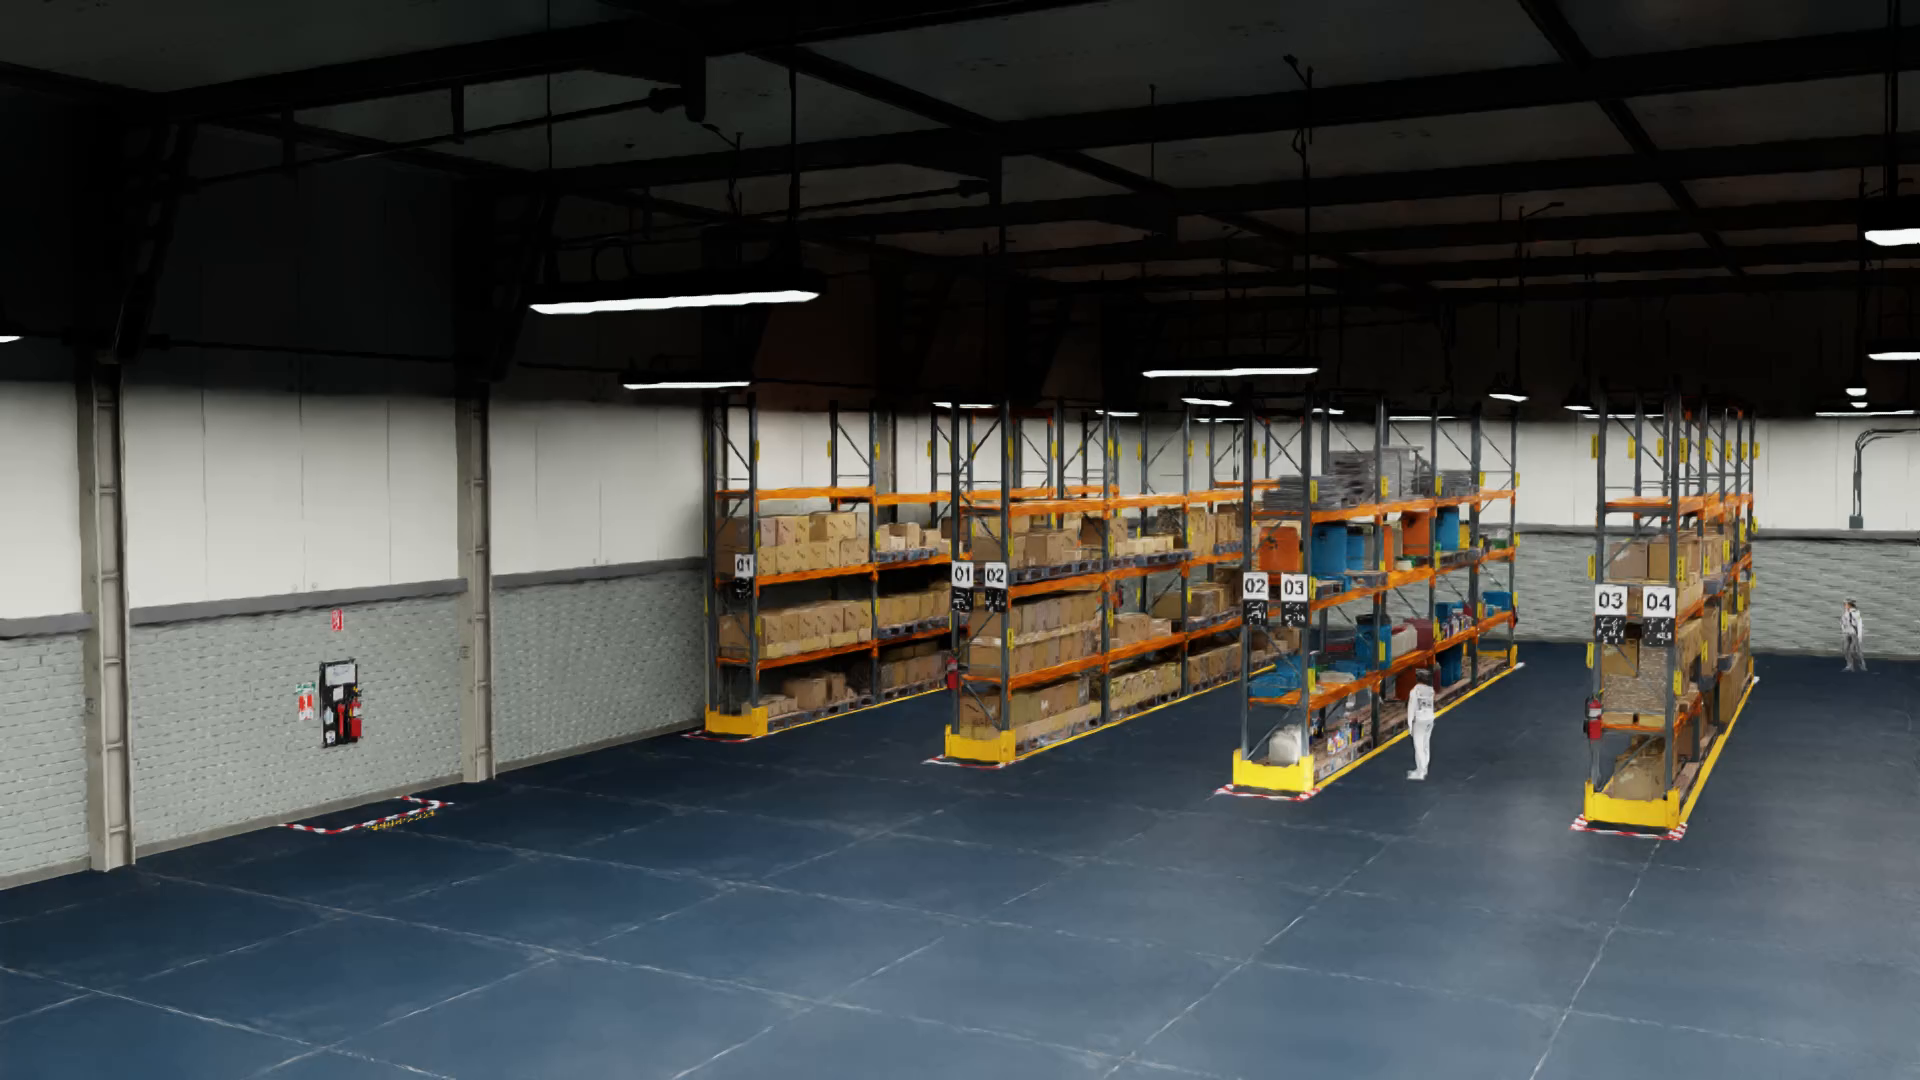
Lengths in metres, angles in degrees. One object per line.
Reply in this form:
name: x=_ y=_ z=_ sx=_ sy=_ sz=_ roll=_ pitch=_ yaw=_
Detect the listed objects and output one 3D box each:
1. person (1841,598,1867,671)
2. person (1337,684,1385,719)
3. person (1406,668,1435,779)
person: x=20.283 y=2.139 z=37.733 sx=0.546 sy=1.661 sz=0.514 roll=-1 pitch=3 yaw=-25
person: x=7.456 y=2.476 z=30.772 sx=0.997 sy=1.753 sz=0.594 roll=-3 pitch=4 yaw=-40
person: x=6.976 y=2.786 z=25.329 sx=0.525 sy=1.677 sz=0.444 roll=-2 pitch=4 yaw=-31
